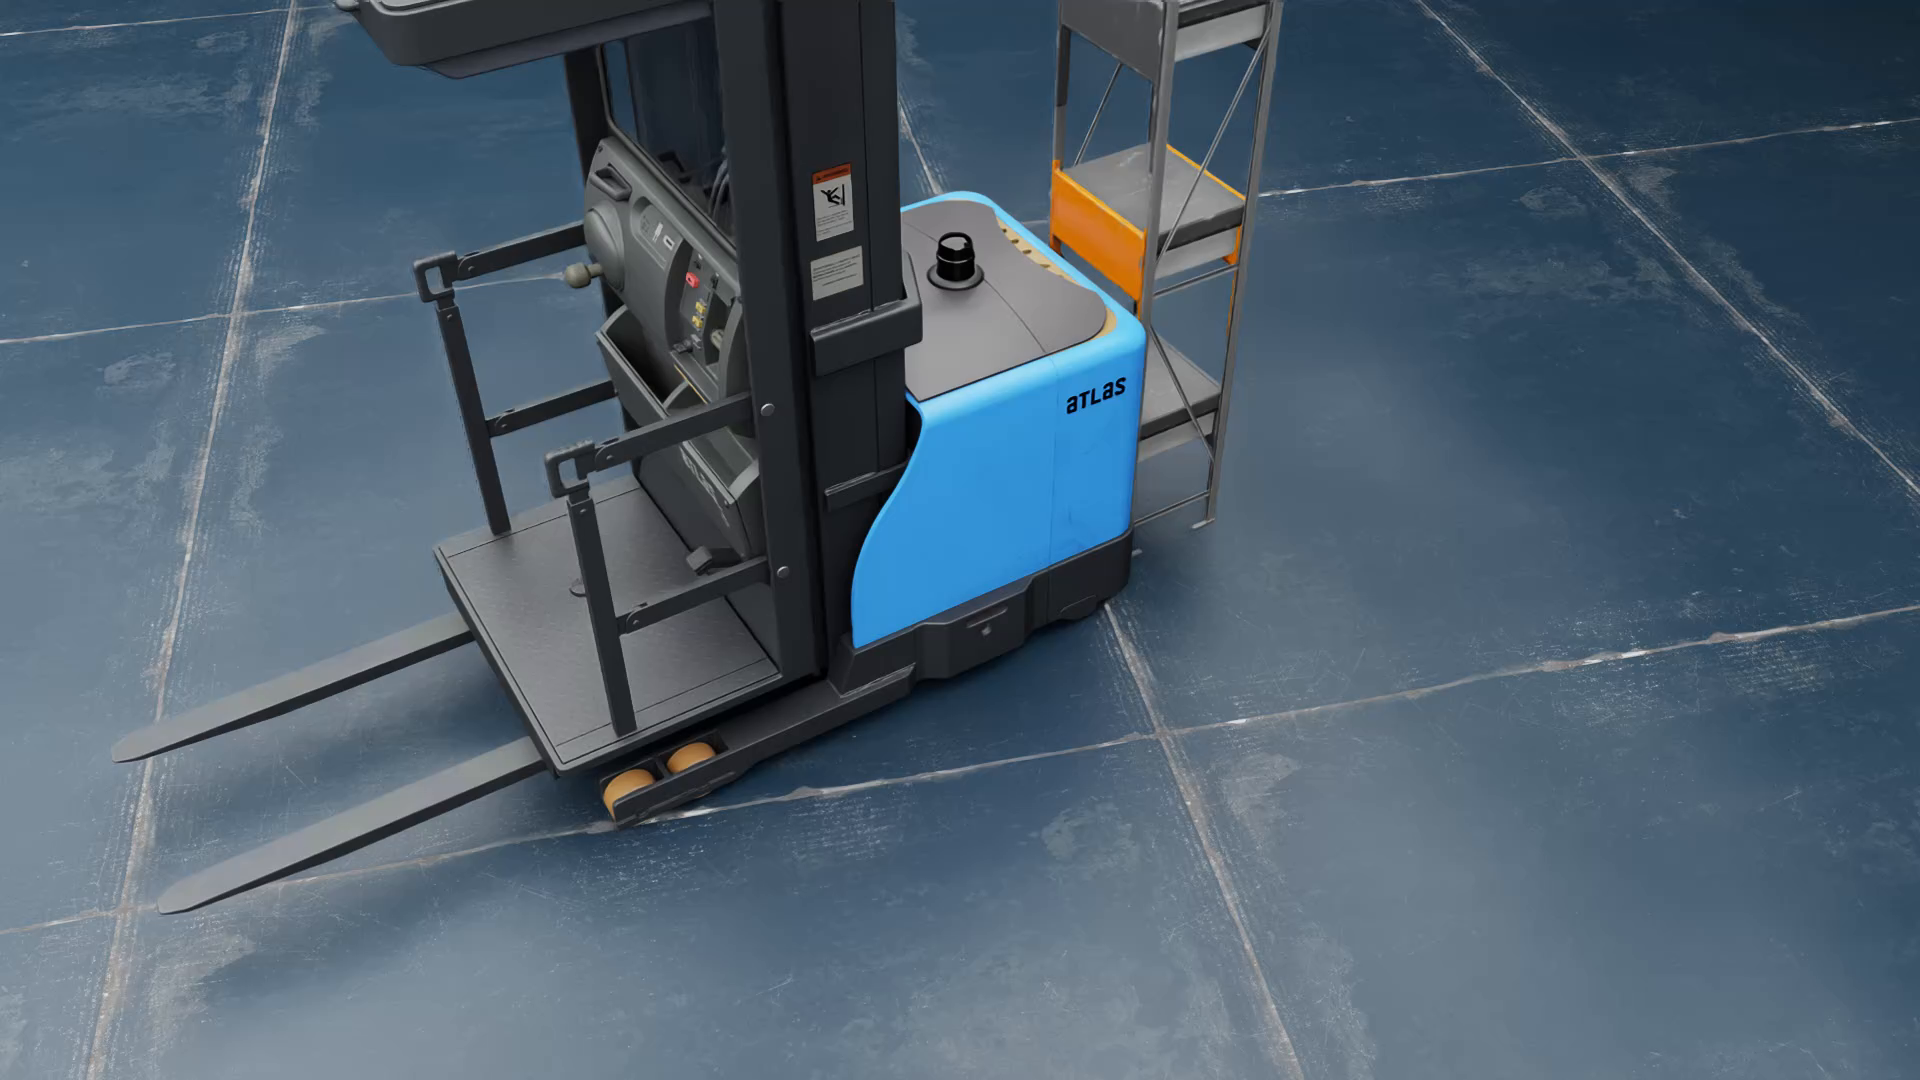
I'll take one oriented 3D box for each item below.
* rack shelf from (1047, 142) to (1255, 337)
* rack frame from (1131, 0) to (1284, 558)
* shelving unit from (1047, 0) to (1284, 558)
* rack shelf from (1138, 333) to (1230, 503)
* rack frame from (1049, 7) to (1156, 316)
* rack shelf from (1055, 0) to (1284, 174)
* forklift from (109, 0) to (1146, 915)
[{"bbox_3d":[0.586,-0.910,5.214,0.431,0.518,0.480,-22,46,-23],"label":"rack shelf"},{"bbox_3d":[0.714,-0.782,5.049,0.400,2.100,0.015,-22,46,-23],"label":"rack frame"},{"bbox_3d":[0.586,-0.920,5.205,0.431,2.100,0.503,-22,46,-23],"label":"shelving unit"},{"bbox_3d":[0.586,-0.386,5.679,0.431,0.518,0.480,-22,46,-23],"label":"rack shelf"},{"bbox_3d":[0.458,-1.058,5.360,0.400,2.100,0.015,-22,46,-23],"label":"rack frame"},{"bbox_3d":[0.586,-1.433,4.749,0.431,0.518,0.480,-22,46,-23],"label":"rack shelf"},{"bbox_3d":[-0.963,-0.672,4.299,3.031,2.935,1.130,-22,46,-23],"label":"forklift"}]
